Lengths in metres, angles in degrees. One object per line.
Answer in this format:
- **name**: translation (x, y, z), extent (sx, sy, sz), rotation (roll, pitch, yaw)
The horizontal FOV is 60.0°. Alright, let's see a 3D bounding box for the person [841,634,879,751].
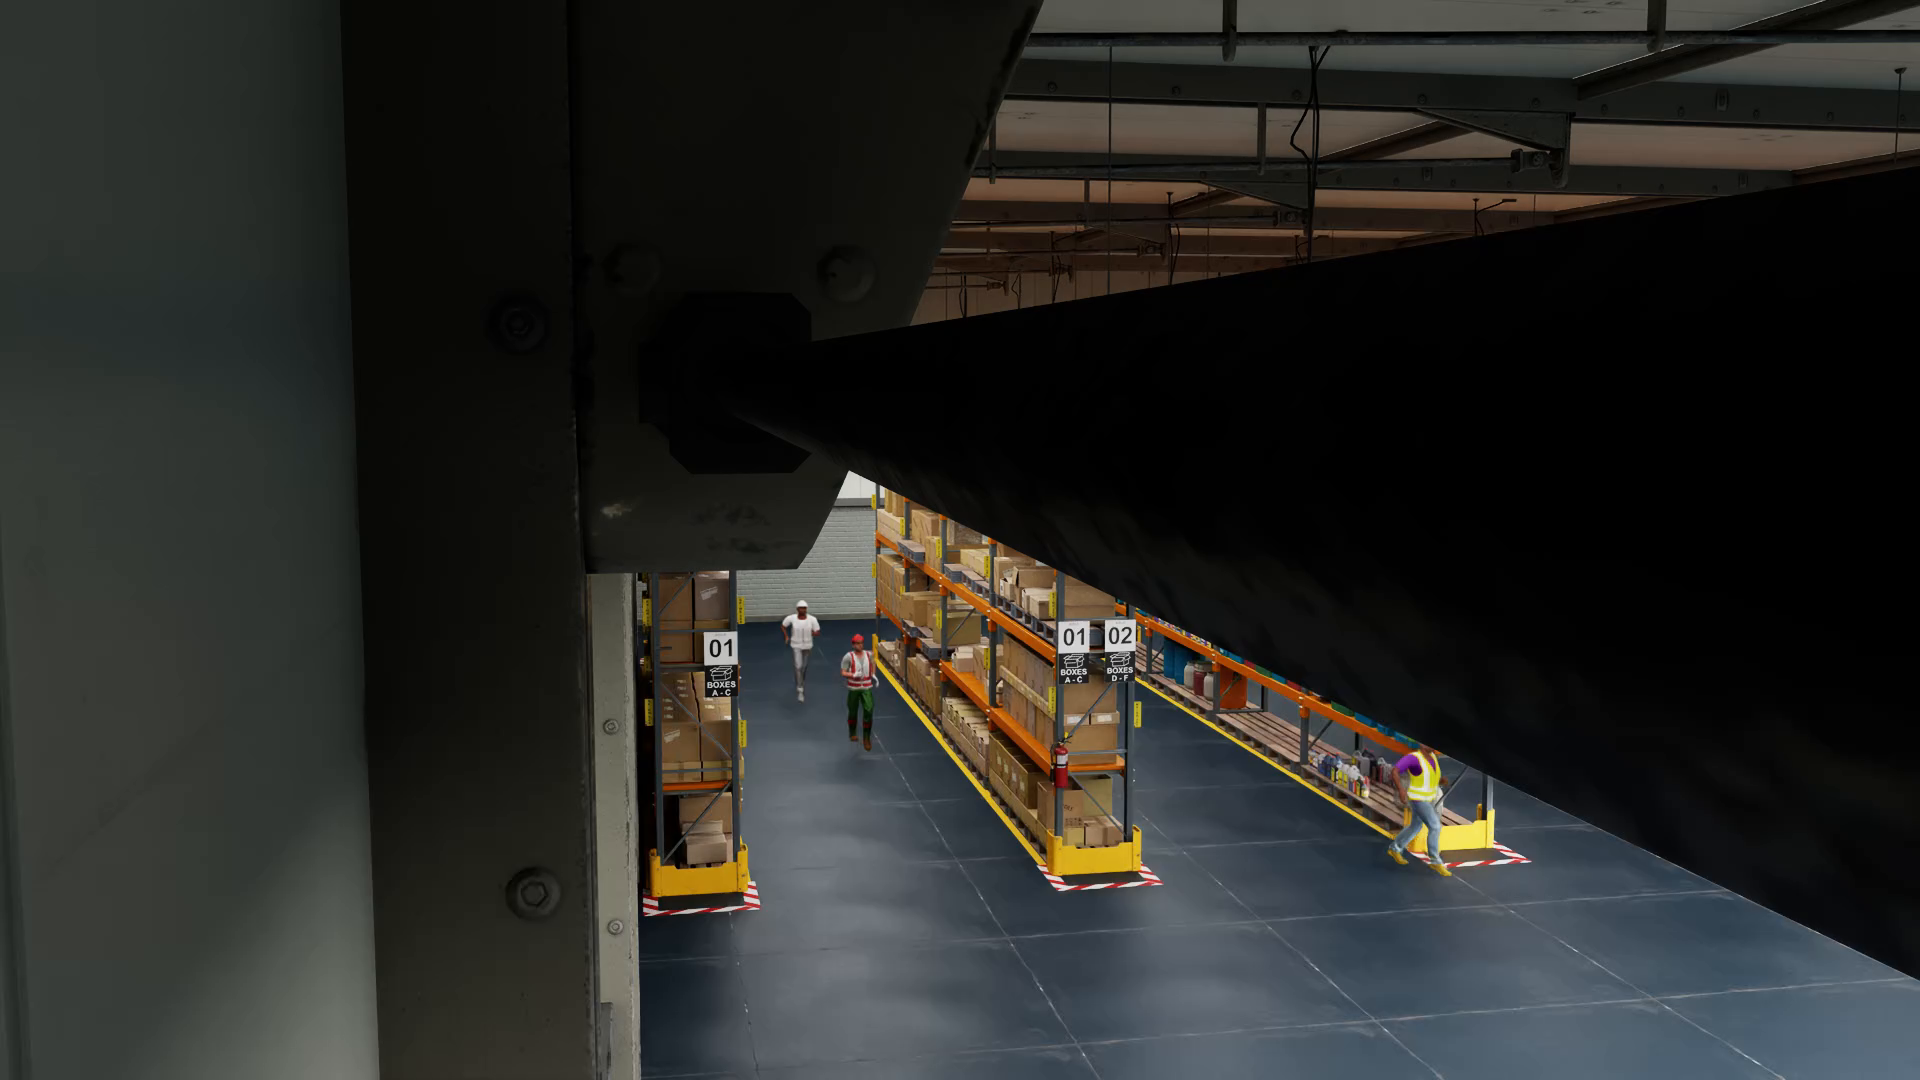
- **person**: translation (-1.607, 2.450, 26.817), extent (0.640, 1.867, 0.741), rotation (-2, 6, -15)

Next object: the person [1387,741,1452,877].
- **person**: translation (5.860, 3.288, 21.022), extent (0.886, 1.770, 0.670), rotation (4, 7, 37)

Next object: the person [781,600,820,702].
- **person**: translation (-2.930, 2.028, 30.872), extent (0.681, 1.838, 0.819), rotation (-2, 6, -20)
